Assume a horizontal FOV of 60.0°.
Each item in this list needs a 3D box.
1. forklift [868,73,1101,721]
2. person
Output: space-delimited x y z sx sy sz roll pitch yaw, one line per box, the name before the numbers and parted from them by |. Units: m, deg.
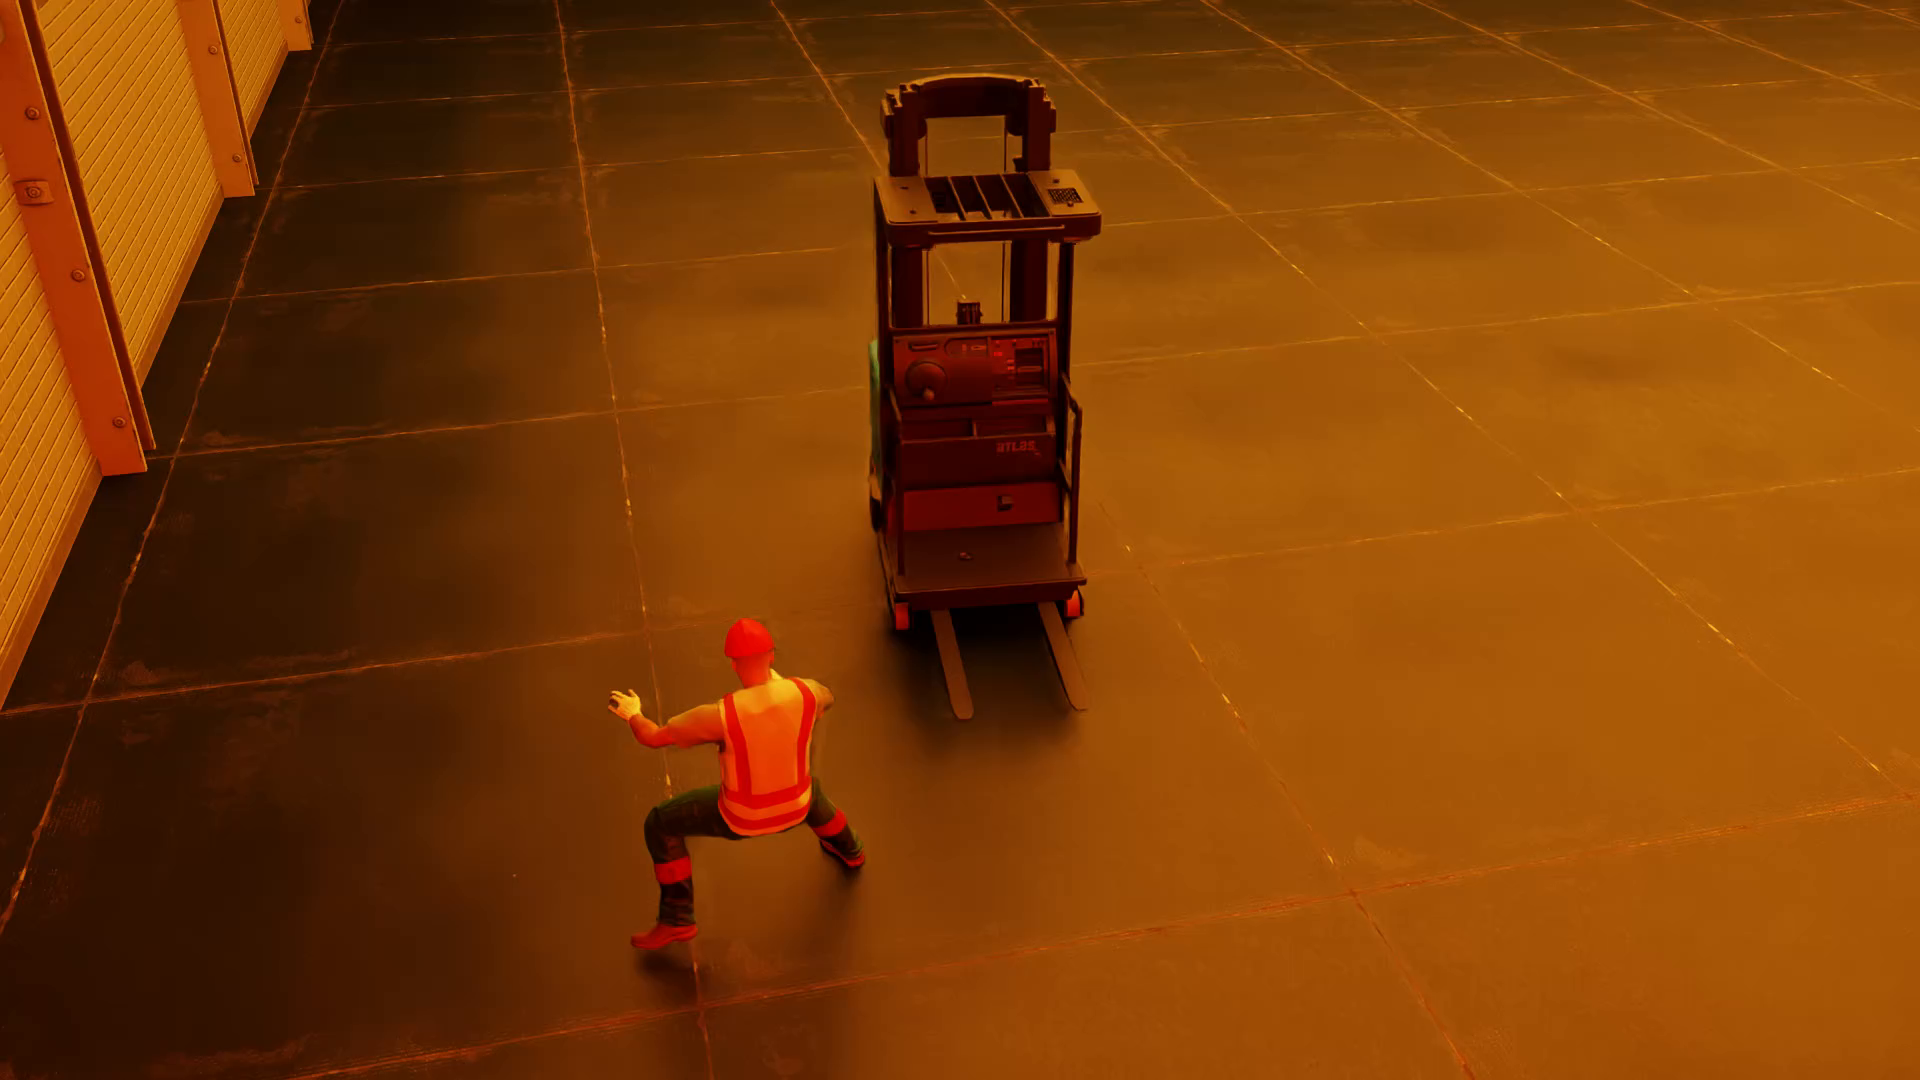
forklift | 0.117 -0.934 9.188 1.130 2.935 3.031 -4 30 -7
person | -0.953 1.001 7.237 1.177 1.543 0.712 -13 33 -22
